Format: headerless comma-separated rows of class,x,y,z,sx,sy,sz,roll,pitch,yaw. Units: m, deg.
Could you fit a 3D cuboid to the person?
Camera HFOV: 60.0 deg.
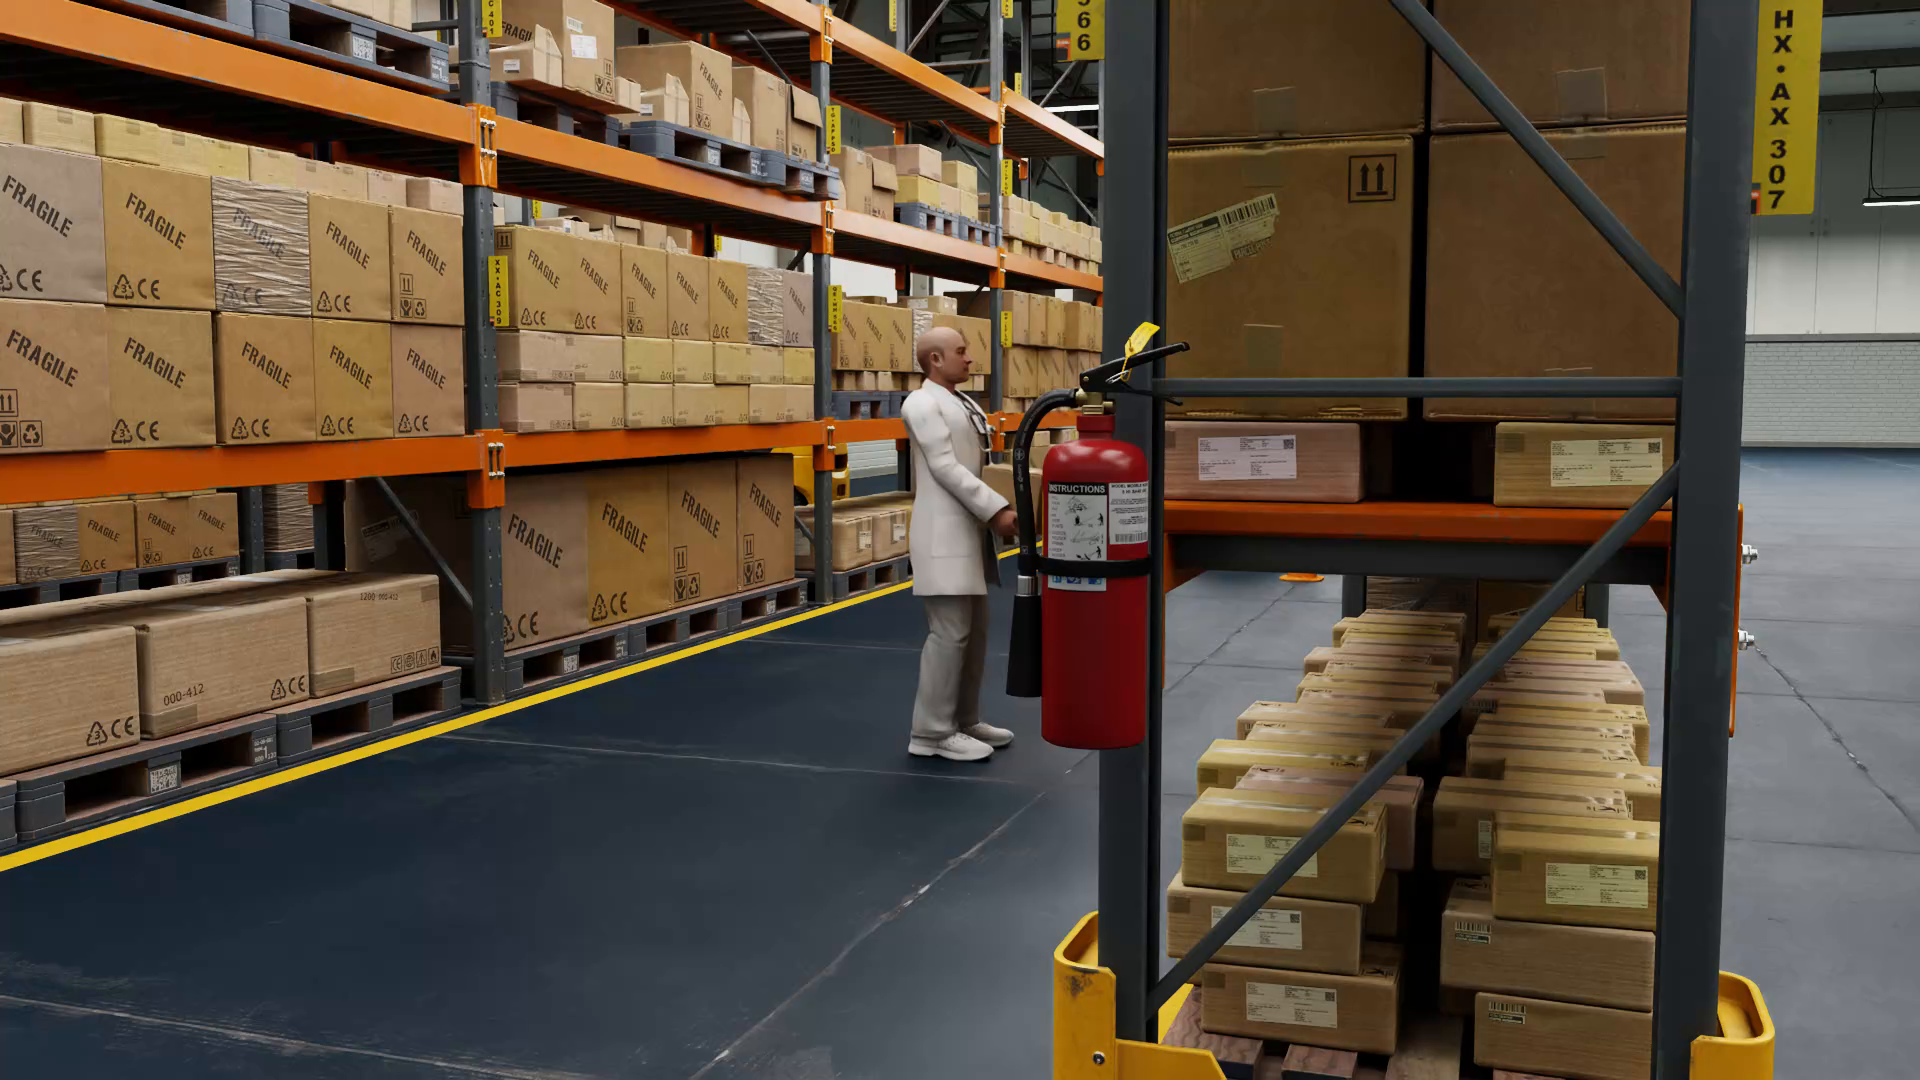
person,0.068,0.005,6.902,0.550,1.774,0.529,2,5,20
